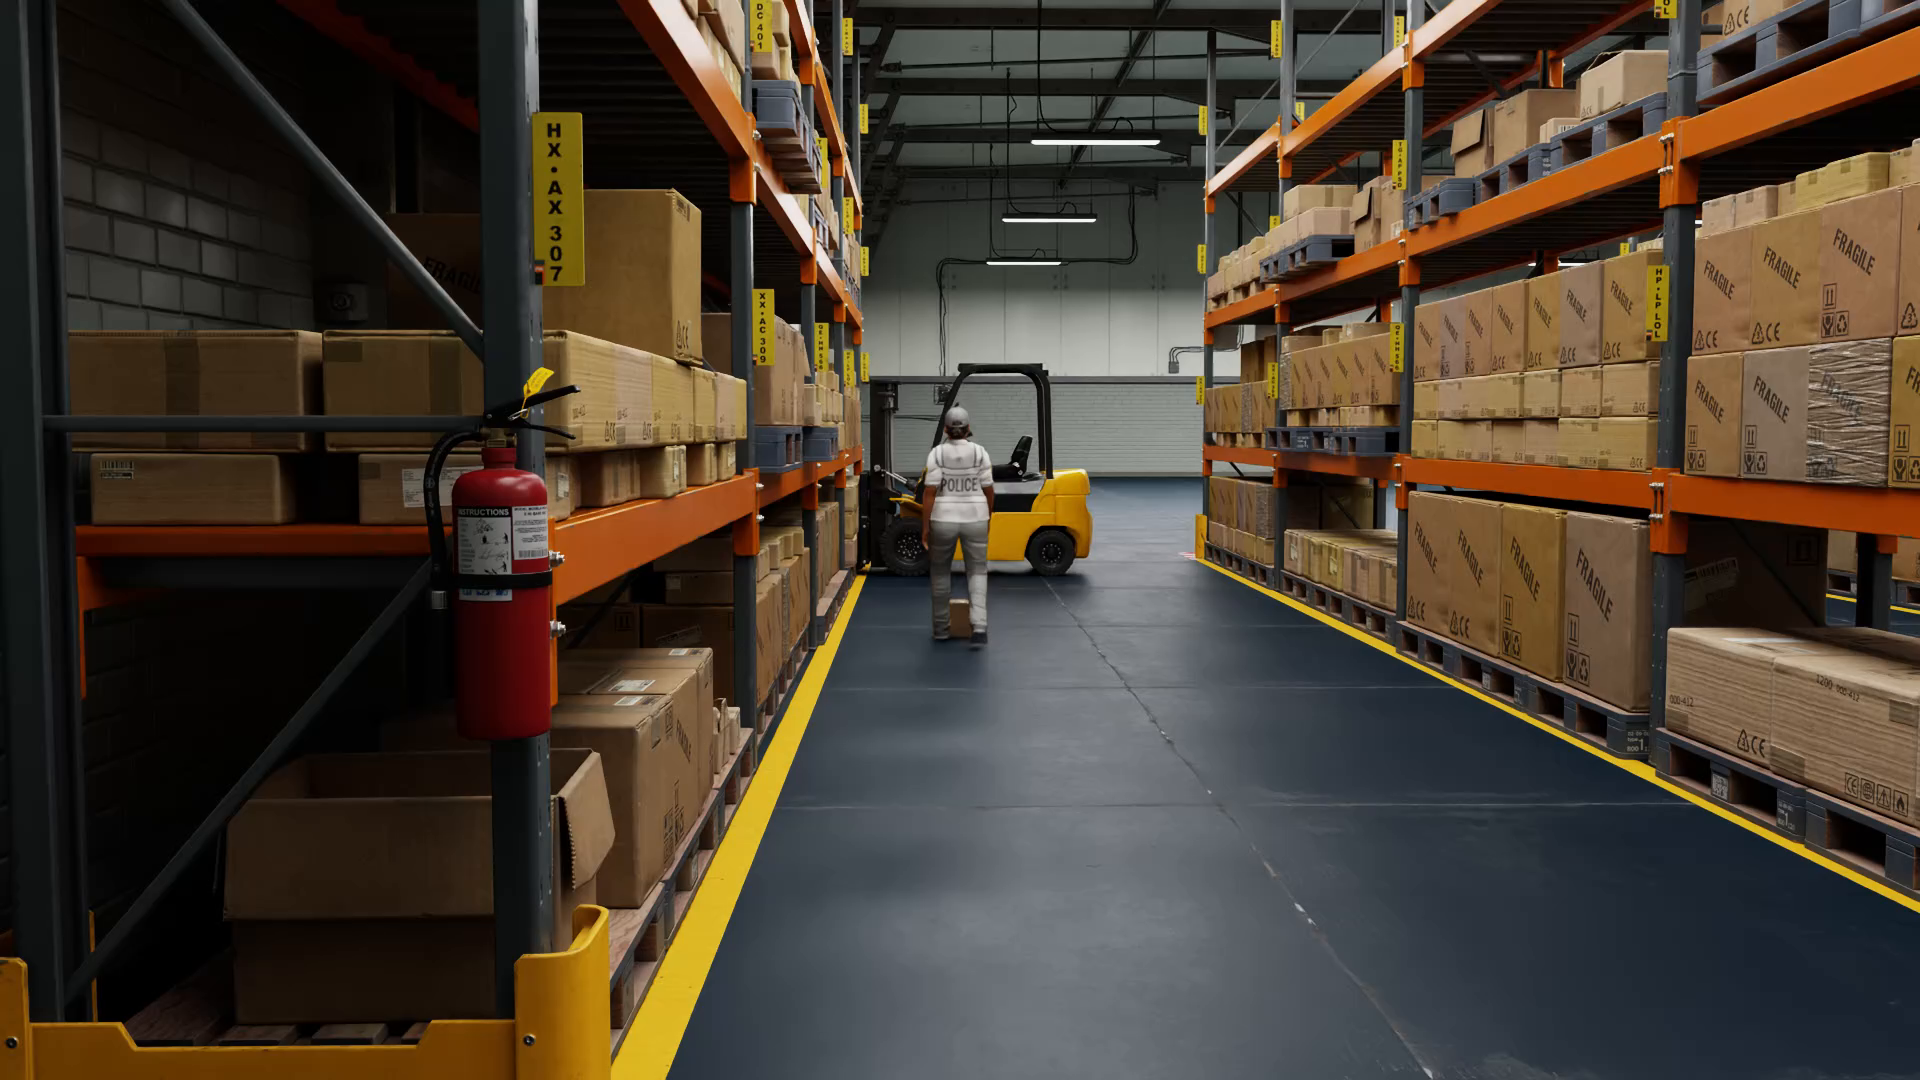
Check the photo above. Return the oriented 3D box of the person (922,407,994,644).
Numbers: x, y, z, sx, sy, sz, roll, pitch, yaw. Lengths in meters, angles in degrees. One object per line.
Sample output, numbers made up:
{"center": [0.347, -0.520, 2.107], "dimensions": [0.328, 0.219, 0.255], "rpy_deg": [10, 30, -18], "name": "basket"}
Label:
{"center": [-0.016, -0.103, 11.577], "dimensions": [0.507, 1.636, 0.773], "rpy_deg": [0, 4, -3], "name": "person"}
